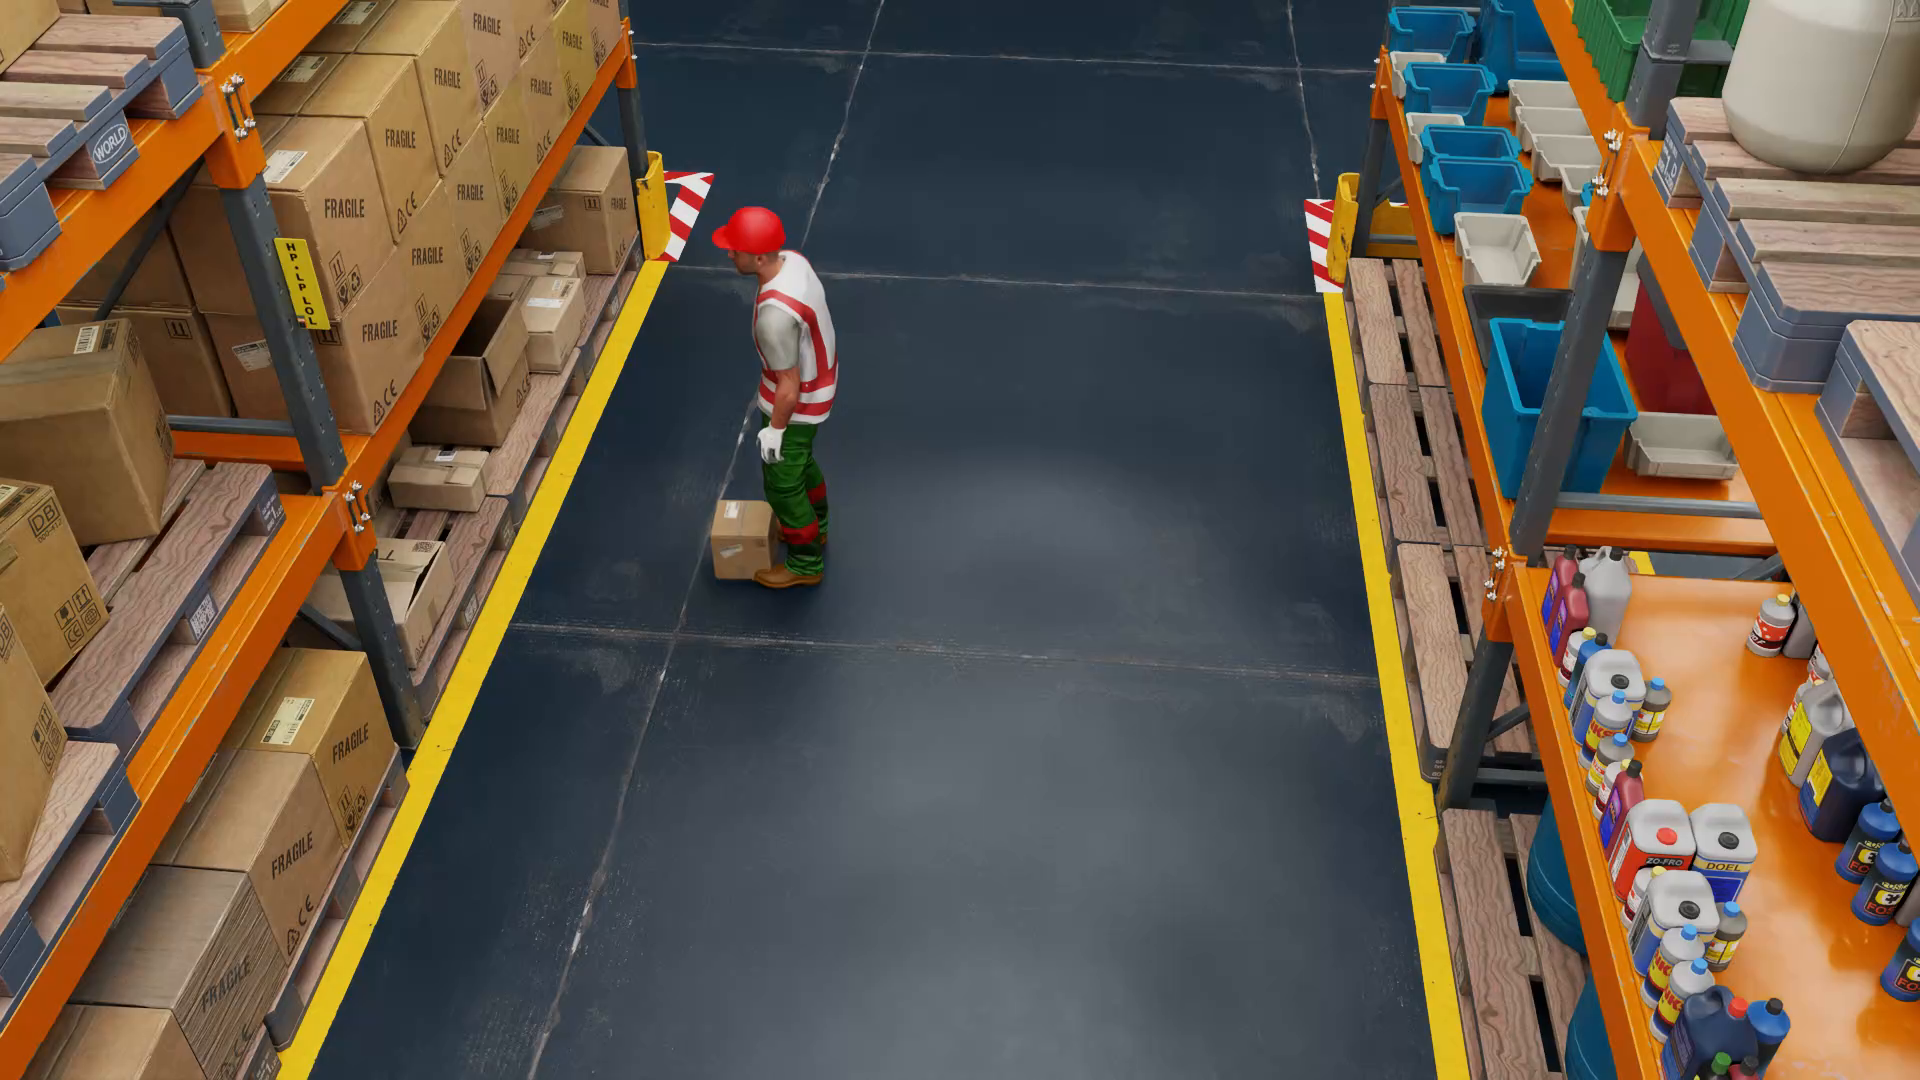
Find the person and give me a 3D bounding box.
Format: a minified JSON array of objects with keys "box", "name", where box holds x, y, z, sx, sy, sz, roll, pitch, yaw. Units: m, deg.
[{"box":[-0.722,-0.578,6.840,0.447,1.778,0.592,2,40,2],"name":"person"}]
